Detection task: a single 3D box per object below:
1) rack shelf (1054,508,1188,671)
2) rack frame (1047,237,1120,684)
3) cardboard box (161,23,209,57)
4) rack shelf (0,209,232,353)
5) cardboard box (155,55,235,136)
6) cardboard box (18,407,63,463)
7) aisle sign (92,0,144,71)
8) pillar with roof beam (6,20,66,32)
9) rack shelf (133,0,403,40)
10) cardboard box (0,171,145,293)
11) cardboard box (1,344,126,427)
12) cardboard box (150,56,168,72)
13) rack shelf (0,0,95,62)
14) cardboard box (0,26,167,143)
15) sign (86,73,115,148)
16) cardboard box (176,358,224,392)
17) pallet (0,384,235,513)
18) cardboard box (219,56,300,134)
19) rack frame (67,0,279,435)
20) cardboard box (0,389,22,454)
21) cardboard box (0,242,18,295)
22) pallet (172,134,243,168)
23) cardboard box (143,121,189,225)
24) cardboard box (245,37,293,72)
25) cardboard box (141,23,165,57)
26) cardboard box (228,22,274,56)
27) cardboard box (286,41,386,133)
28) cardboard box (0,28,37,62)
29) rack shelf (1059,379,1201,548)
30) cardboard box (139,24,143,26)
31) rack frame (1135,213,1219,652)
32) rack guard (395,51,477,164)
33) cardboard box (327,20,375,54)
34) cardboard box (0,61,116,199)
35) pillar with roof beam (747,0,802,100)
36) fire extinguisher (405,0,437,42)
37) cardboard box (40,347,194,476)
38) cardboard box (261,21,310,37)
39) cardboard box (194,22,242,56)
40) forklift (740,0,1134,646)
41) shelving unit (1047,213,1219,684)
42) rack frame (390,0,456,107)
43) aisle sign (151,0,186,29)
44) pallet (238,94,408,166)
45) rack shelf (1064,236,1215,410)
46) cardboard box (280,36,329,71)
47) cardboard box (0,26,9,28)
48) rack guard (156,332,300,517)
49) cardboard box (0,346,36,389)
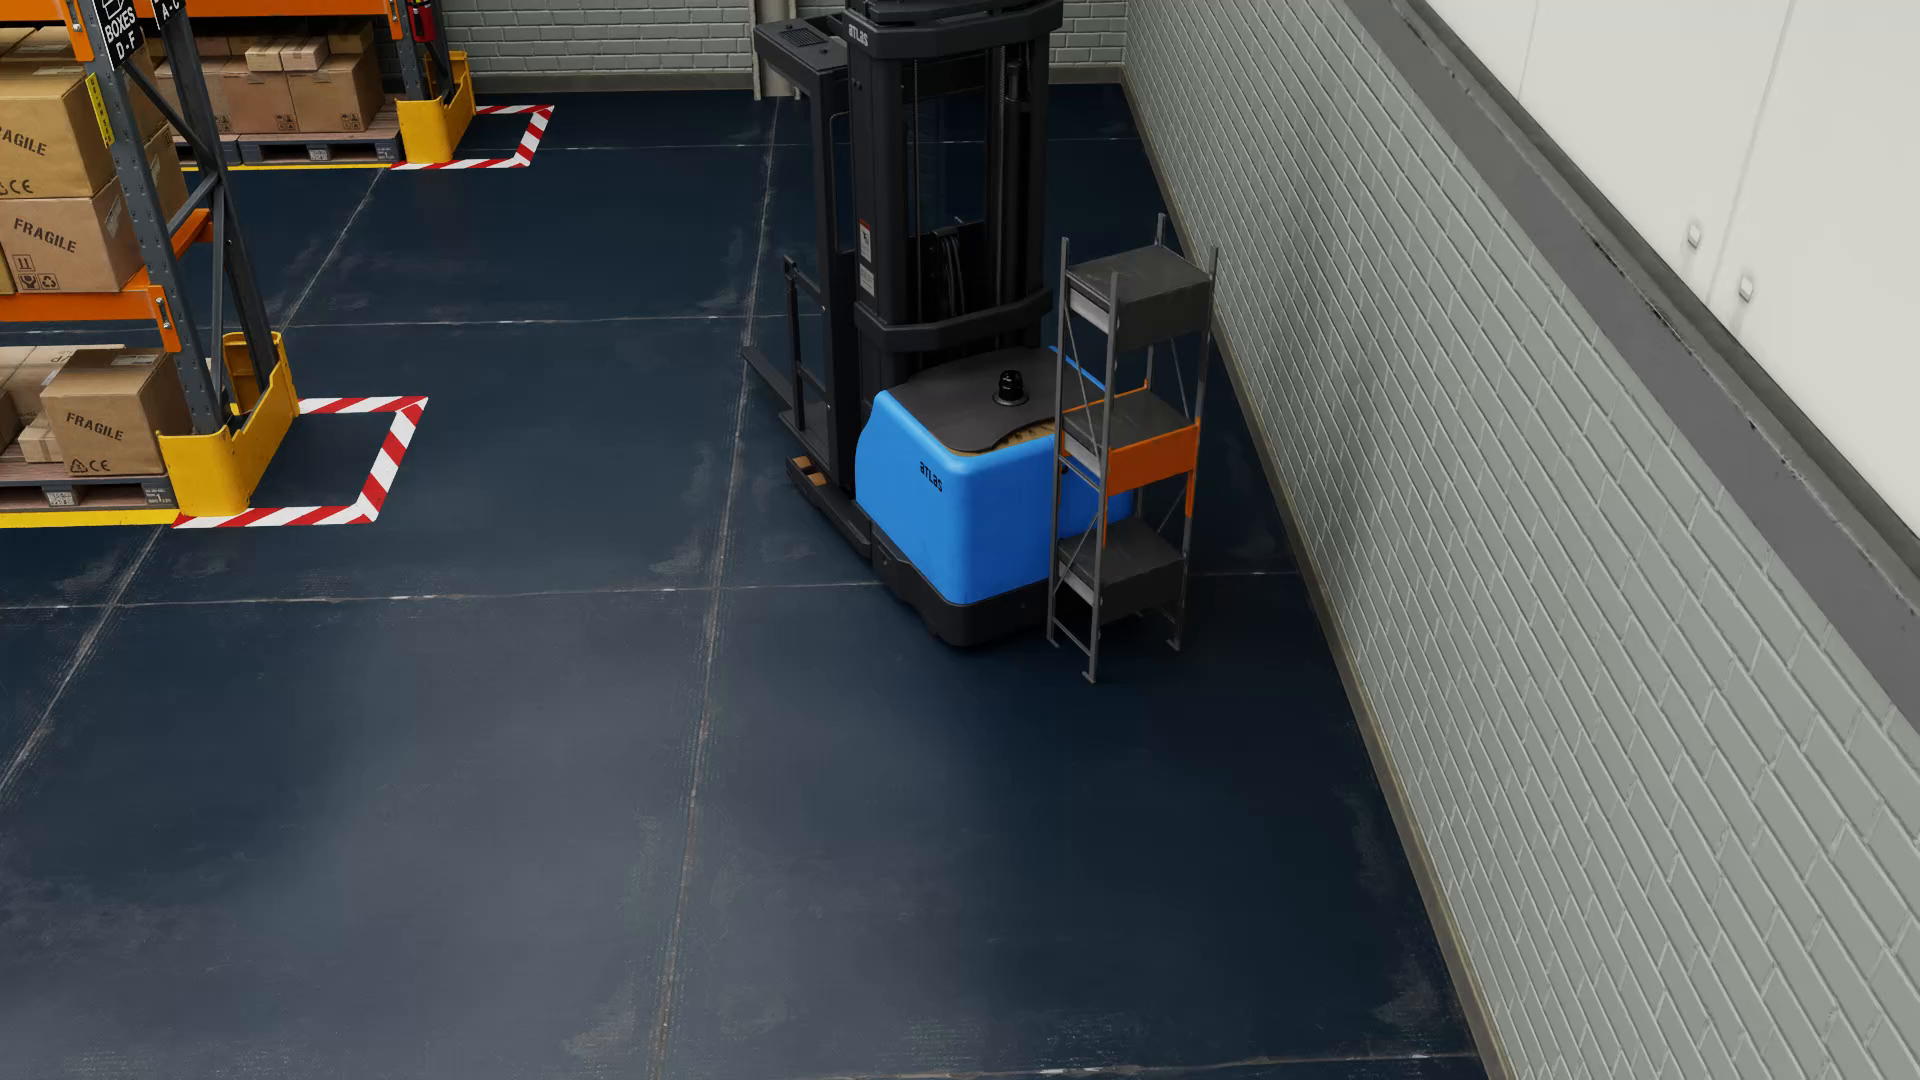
[{"bbox_3d":[0.738,0.228,7.829,0.480,0.518,0.431,-18,39,-24],"label":"rack shelf"},{"bbox_3d":[0.527,-0.289,7.323,0.015,2.100,0.400,-18,39,-24],"label":"rack frame"},{"bbox_3d":[-6.061,-3.926,13.045,0.250,0.149,0.380,-1,35,-2],"label":"cardboard box"},{"bbox_3d":[-5.976,-1.343,8.687,4.000,0.370,1.077,-2,35,-2],"label":"rack shelf"},{"bbox_3d":[-5.913,-3.550,13.072,0.500,0.500,0.700,-3,35,-4],"label":"cardboard box"},{"bbox_3d":[-4.918,-0.594,9.076,0.250,0.166,0.380,-2,35,-2],"label":"cardboard box"},{"bbox_3d":[-3.895,-2.590,7.572,0.004,0.787,0.394,-2,35,-2],"label":"aisle sign"},{"bbox_3d":[-7.349,-4.931,7.968,0.400,9.000,9.100,-2,35,-2],"label":"pillar with roof beam"},{"bbox_3d":[-6.214,-4.159,12.756,4.000,0.370,1.077,-2,35,-2],"label":"rack shelf"},{"bbox_3d":[-4.412,-1.567,8.291,0.500,0.500,0.500,-1,35,-1],"label":"cardboard box"},{"bbox_3d":[-5.034,-0.876,9.410,0.500,0.250,0.500,-2,35,-2],"label":"cardboard box"},{"bbox_3d":[-6.445,-3.532,13.045,0.500,0.500,0.700,-1,35,-1],"label":"cardboard box"},{"bbox_3d":[-5.976,-2.577,7.834,4.000,0.370,1.077,-2,35,-2],"label":"rack shelf"},{"bbox_3d":[-4.433,-2.283,8.447,0.500,0.500,0.500,-1,35,-1],"label":"cardboard box"},{"bbox_3d":[-3.972,-1.983,7.684,0.005,0.325,0.100,-2,35,-2],"label":"sign"},{"bbox_3d":[-4.412,-0.886,9.512,0.250,0.149,0.380,-2,35,-2],"label":"cardboard box"},{"bbox_3d":[-4.850,-0.522,9.319,1.213,0.211,1.003,-2,35,-2],"label":"pallet"},{"bbox_3d":[-5.410,-3.564,13.092,0.500,0.500,0.700,-2,35,-2],"label":"cardboard box"},{"bbox_3d":[-3.978,-1.693,8.560,0.127,3.000,1.000,-2,35,-2],"label":"rack frame"},{"bbox_3d":[-5.460,-0.580,8.982,0.500,0.250,0.500,-2,35,-2],"label":"cardboard box"},{"bbox_3d":[-4.930,-1.551,8.268,0.500,0.500,0.500,-1,35,-2],"label":"cardboard box"},{"bbox_3d":[-6.227,-3.265,13.282,1.213,0.211,1.003,-2,35,-2],"label":"pallet"},{"bbox_3d":[-4.433,-1.872,8.731,0.500,0.500,0.500,-1,35,-1],"label":"cardboard box"},{"bbox_3d":[-5.285,-3.730,12.762,0.250,0.149,0.380,-1,35,-1],"label":"cardboard box"},{"bbox_3d":[-6.314,-3.920,13.036,0.250,0.149,0.380,-2,35,-3],"label":"cardboard box"},{"bbox_3d":[-5.551,-3.941,13.066,0.250,0.149,0.380,-1,35,-2],"label":"cardboard box"},{"bbox_3d":[-4.910,-3.578,13.111,0.500,0.500,0.700,-2,35,-2],"label":"cardboard box"},{"bbox_3d":[-4.955,-2.265,8.420,0.500,0.500,0.500,-1,35,-2],"label":"cardboard box"},{"bbox_3d":[0.738,-0.347,7.431,0.480,0.518,0.431,-18,39,-24],"label":"rack shelf"},{"bbox_3d":[-6.572,-3.912,13.025,0.250,0.149,0.380,-1,35,-2],"label":"cardboard box"},{"bbox_3d":[0.949,-0.428,7.523,0.015,2.100,0.400,-18,39,-24],"label":"rack frame"},{"bbox_3d":[-4.192,-3.481,13.341,0.348,0.500,1.175,-2,35,-2],"label":"rack guard"},{"bbox_3d":[-4.795,-3.962,13.096,0.250,0.149,0.380,-1,35,-2],"label":"cardboard box"},{"bbox_3d":[-4.409,-1.977,8.004,0.500,0.500,0.500,-2,35,-3],"label":"cardboard box"},{"bbox_3d":[-1.356,-5.093,8.201,0.400,9.000,9.100,-2,35,-2],"label":"pillar with roof beam"},{"bbox_3d":[-4.044,-4.065,12.384,0.183,0.674,0.296,-2,35,-2],"label":"fire extinguisher"},{"bbox_3d":[-4.509,-0.691,8.923,0.500,0.500,0.500,-2,35,-2],"label":"cardboard box"},{"bbox_3d":[-5.301,-3.947,13.076,0.250,0.149,0.380,-1,35,-2],"label":"cardboard box"},{"bbox_3d":[-5.805,-3.934,13.056,0.250,0.149,0.380,-1,35,-2],"label":"cardboard box"},{"bbox_3d":[-0.302,-1.517,8.366,1.130,2.935,3.031,-17,38,-23],"label":"forklift"},{"bbox_3d":[0.738,-0.359,7.423,0.503,2.100,0.431,-18,39,-24],"label":"shelving unit"},{"bbox_3d":[-4.216,-4.509,12.629,0.127,3.000,1.000,-2,35,-2],"label":"rack frame"},{"bbox_3d":[-3.924,-2.931,8.064,0.004,0.787,0.394,-2,35,-2],"label":"aisle sign"},{"bbox_3d":[-5.011,-3.296,13.327,1.213,0.211,1.003,-2,35,-2],"label":"pallet"},{"bbox_3d":[0.738,-0.923,7.032,0.480,0.518,0.431,-18,39,-24],"label":"rack shelf"},{"bbox_3d":[-5.030,-3.737,12.772,0.250,0.149,0.380,-2,35,-3],"label":"cardboard box"},{"bbox_3d":[-7.614,-3.883,12.983,0.250,0.149,0.380,-2,35,-3],"label":"cardboard box"},{"bbox_3d":[-4.054,-0.663,9.269,0.348,0.500,1.175,-2,35,-2],"label":"rack guard"},{"bbox_3d":[-5.533,-0.863,9.391,0.500,0.250,0.500,-2,35,-2],"label":"cardboard box"}]
